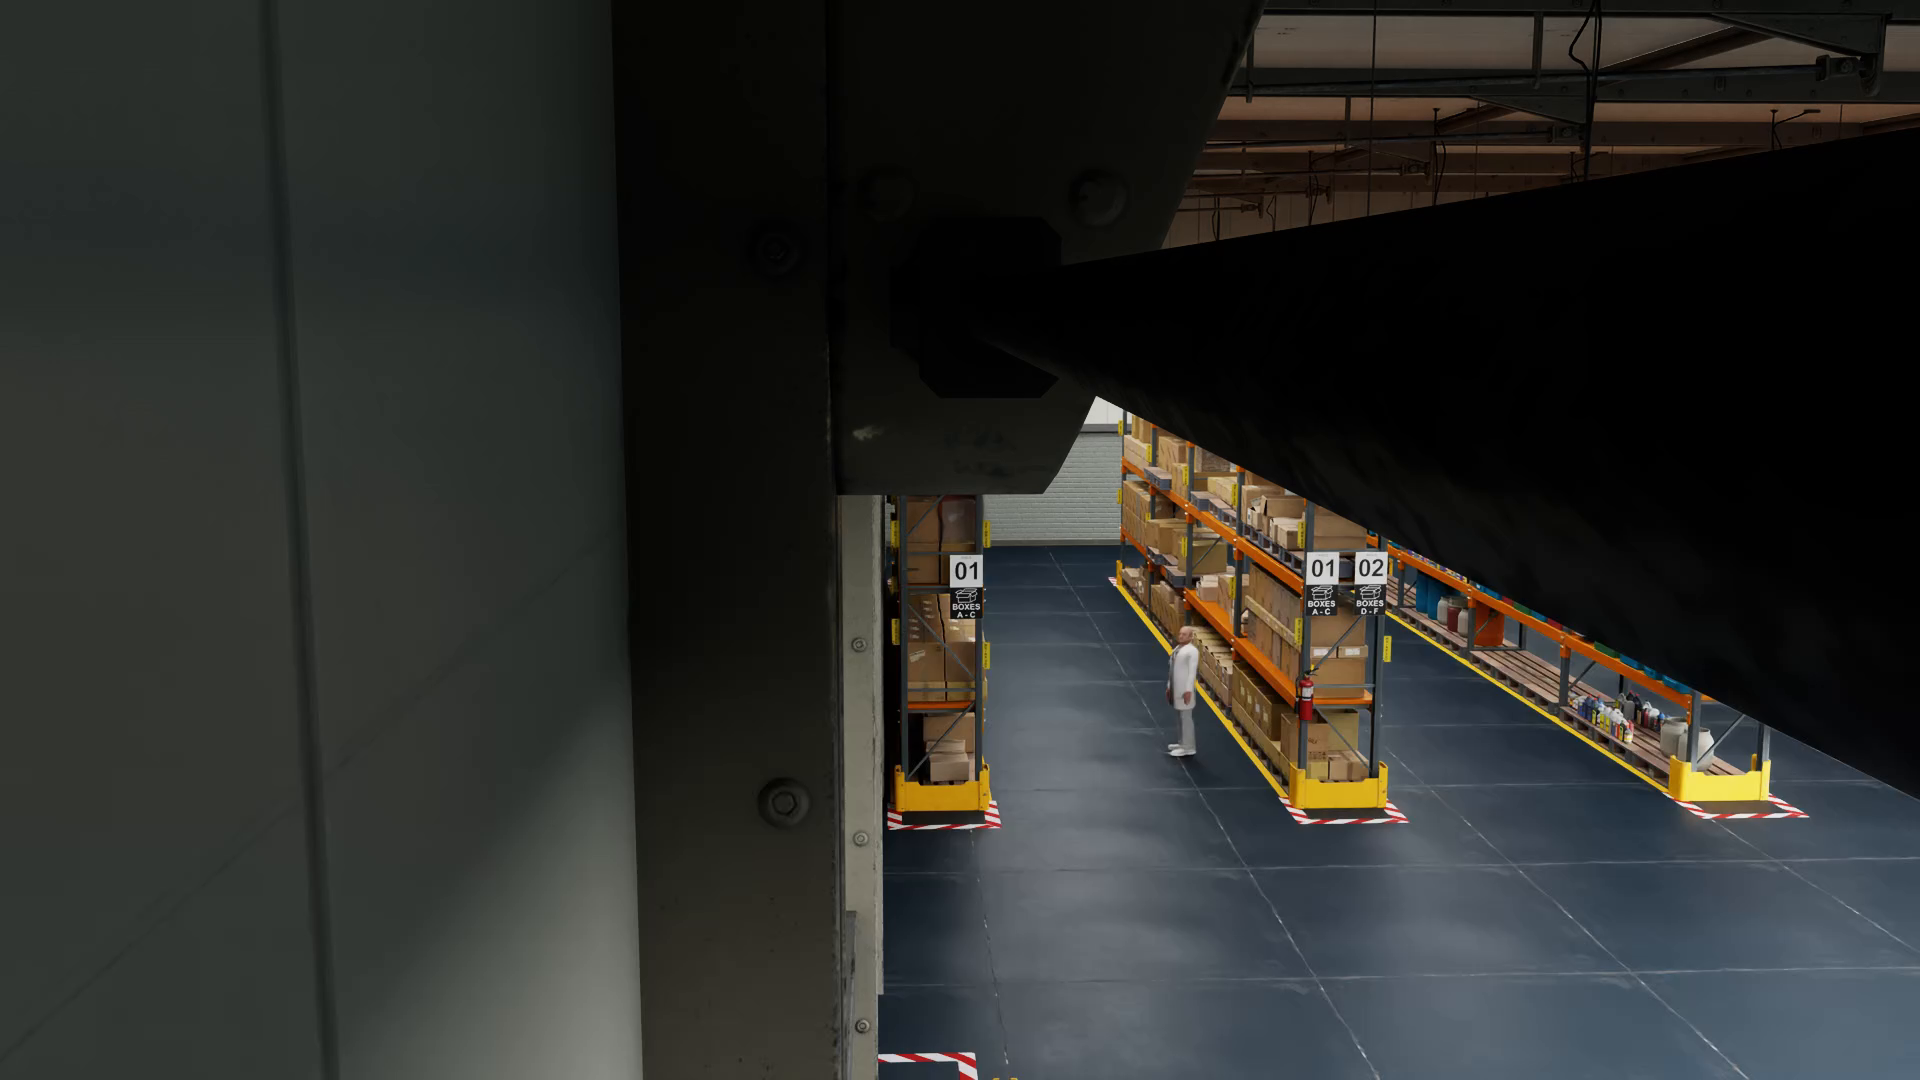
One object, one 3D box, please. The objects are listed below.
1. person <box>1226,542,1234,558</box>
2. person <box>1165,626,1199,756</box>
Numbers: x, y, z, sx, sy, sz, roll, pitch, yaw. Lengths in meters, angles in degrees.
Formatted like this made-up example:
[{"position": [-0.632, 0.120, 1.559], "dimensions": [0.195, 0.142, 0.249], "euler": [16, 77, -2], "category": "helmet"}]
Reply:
[{"position": [6.576, -0.376, 39.826], "dimensions": [0.552, 1.673, 0.463], "euler": [6, 10, 34], "category": "person"}, {"position": [3.057, 2.081, 22.928], "dimensions": [0.381, 1.776, 0.630], "euler": [-1, 9, -9], "category": "person"}]
